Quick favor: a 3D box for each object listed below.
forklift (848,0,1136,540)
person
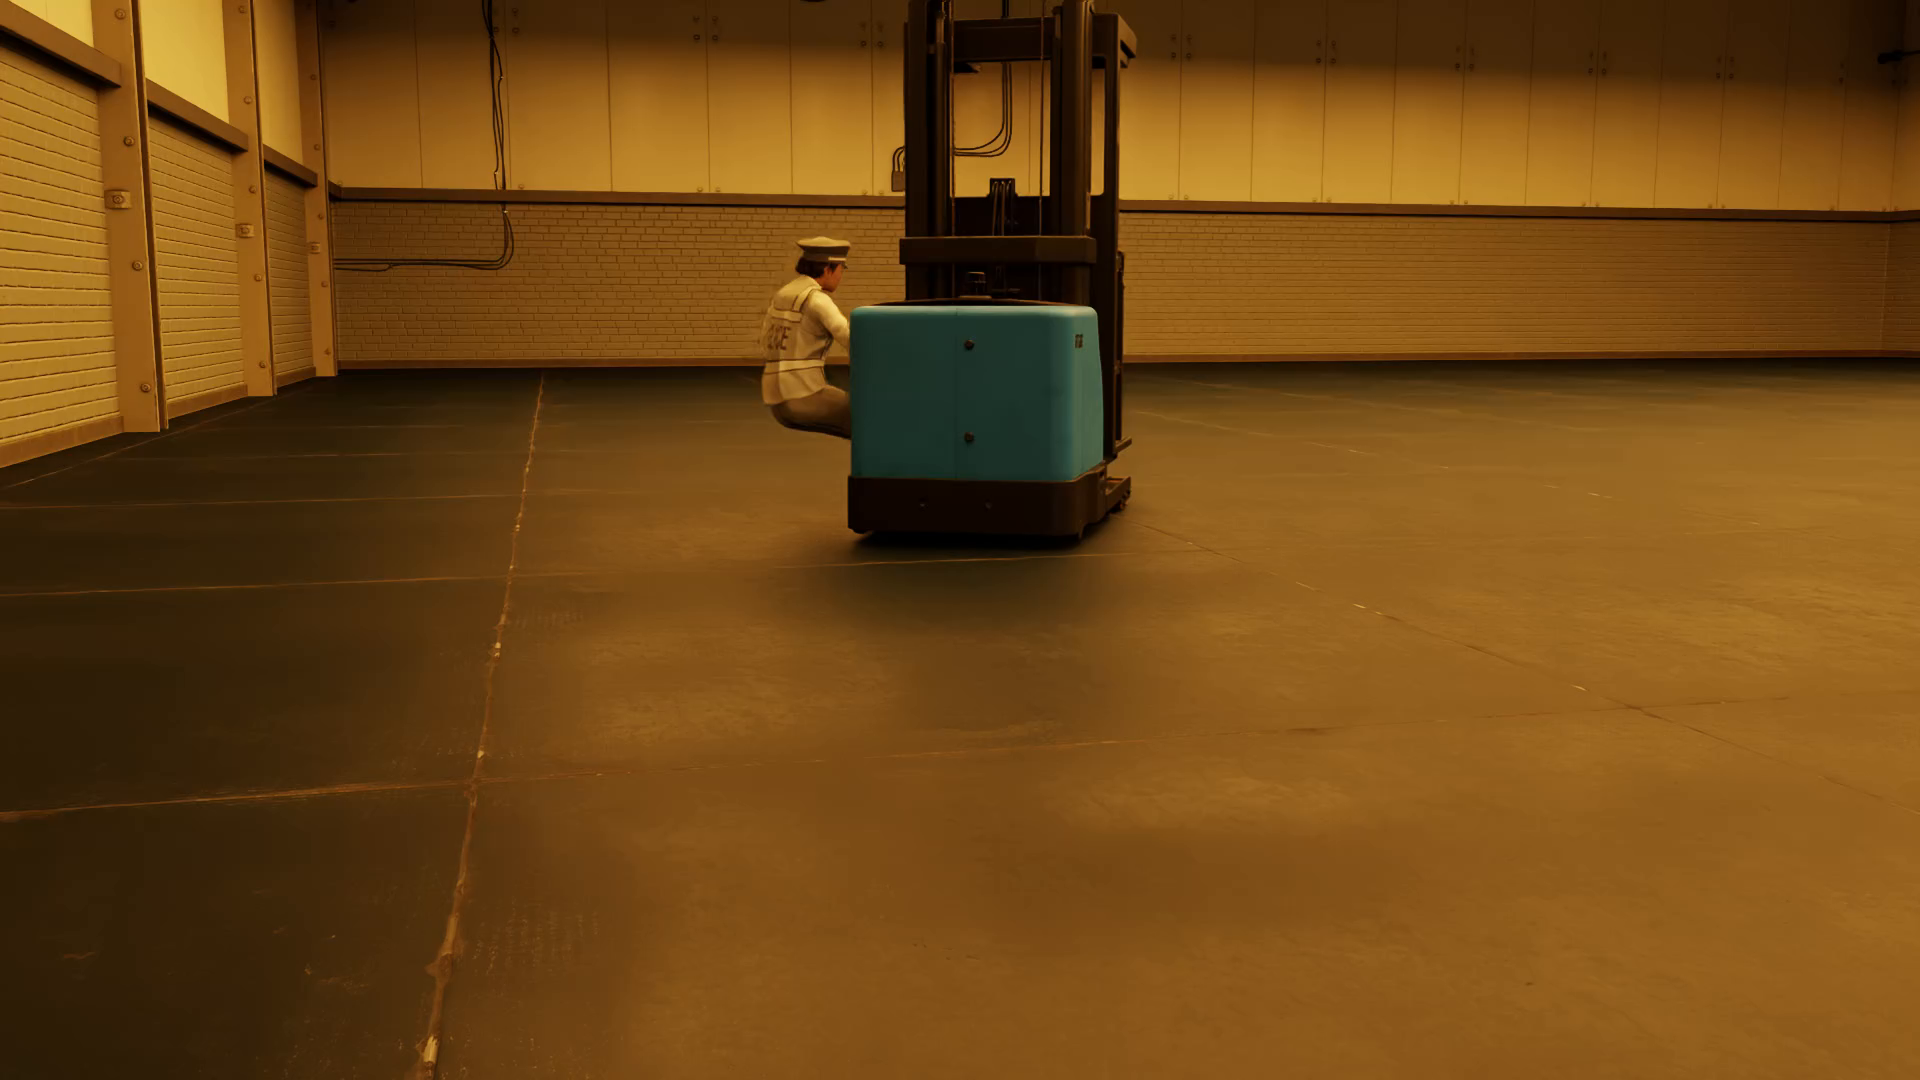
[{"bbox_3d":[0.314,-1.615,8.672,1.130,2.935,3.031,2,8,13],"label":"forklift"},{"bbox_3d":[-0.529,-0.726,8.081,0.857,1.465,0.738,-5,9,-31],"label":"person"}]
